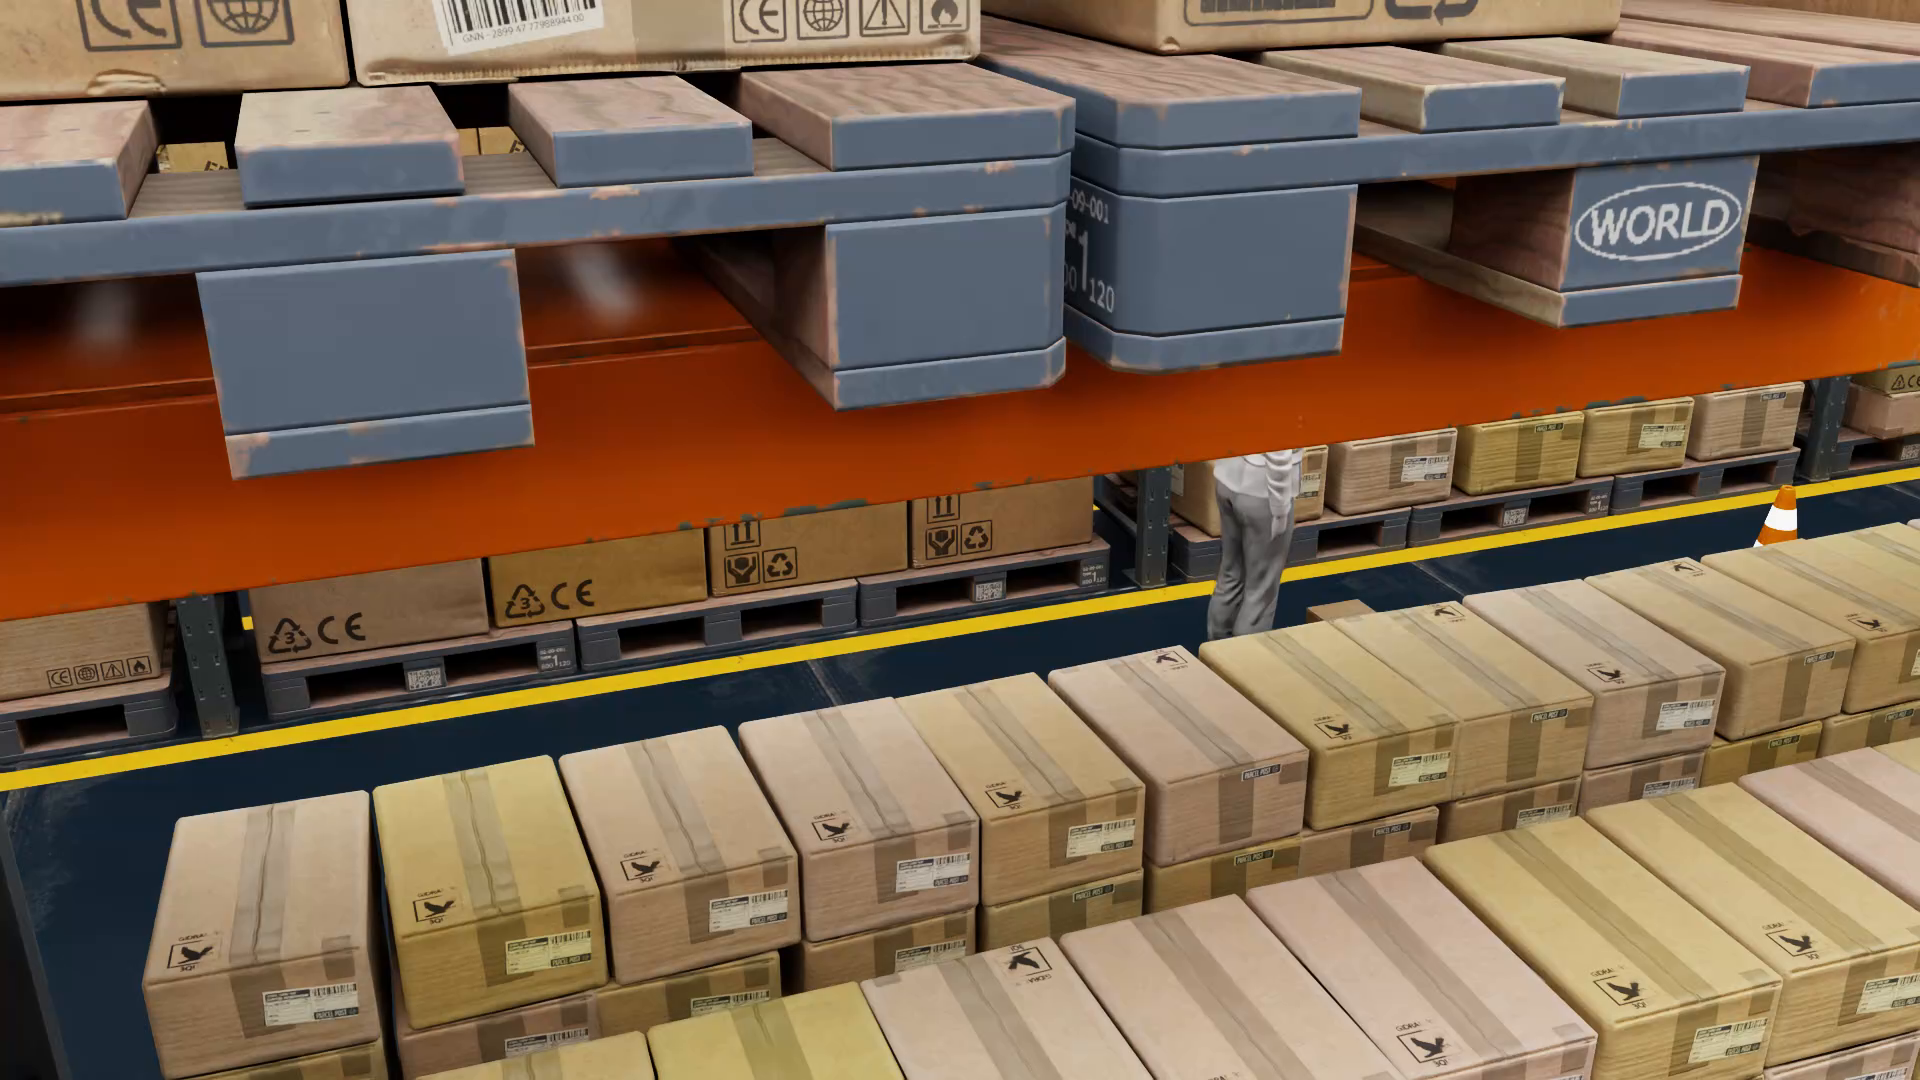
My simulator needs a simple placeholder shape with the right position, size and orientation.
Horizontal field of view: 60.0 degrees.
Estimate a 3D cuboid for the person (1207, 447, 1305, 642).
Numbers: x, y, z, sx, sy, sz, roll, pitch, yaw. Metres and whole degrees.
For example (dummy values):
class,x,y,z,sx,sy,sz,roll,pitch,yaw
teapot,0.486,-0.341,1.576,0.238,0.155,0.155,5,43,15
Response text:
class,x,y,z,sx,sy,sz,roll,pitch,yaw
person,1.161,-0.172,6.475,0.345,1.685,0.473,-8,24,-18
